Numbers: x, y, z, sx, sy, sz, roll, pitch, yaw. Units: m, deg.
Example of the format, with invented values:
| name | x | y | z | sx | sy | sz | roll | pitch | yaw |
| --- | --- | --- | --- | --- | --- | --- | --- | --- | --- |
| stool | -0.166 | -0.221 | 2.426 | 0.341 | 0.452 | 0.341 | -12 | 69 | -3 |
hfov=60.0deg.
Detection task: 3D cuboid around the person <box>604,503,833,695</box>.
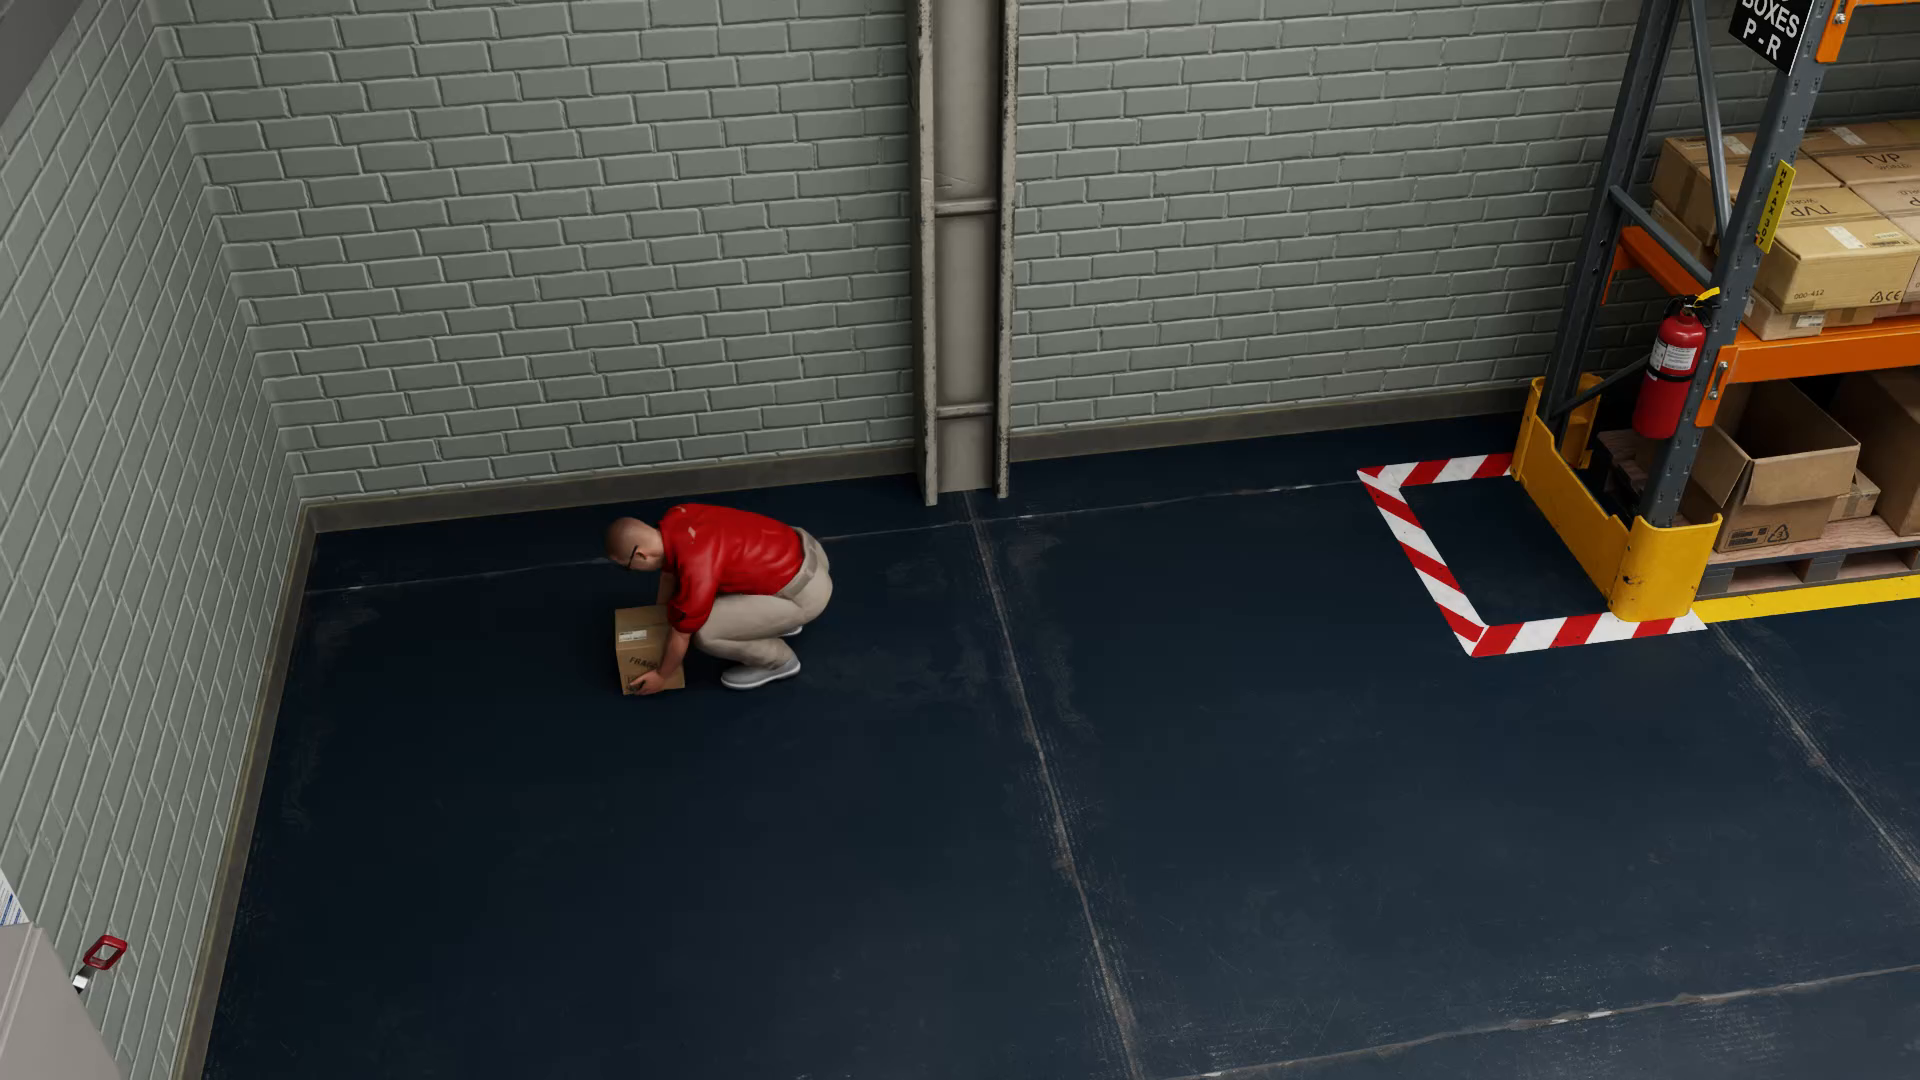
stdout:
| name | x | y | z | sx | sy | sz | roll | pitch | yaw |
| --- | --- | --- | --- | --- | --- | --- | --- | --- | --- |
| person | -0.945 | 0.194 | 6.669 | 0.864 | 0.859 | 0.552 | -6 | 39 | -8 |
